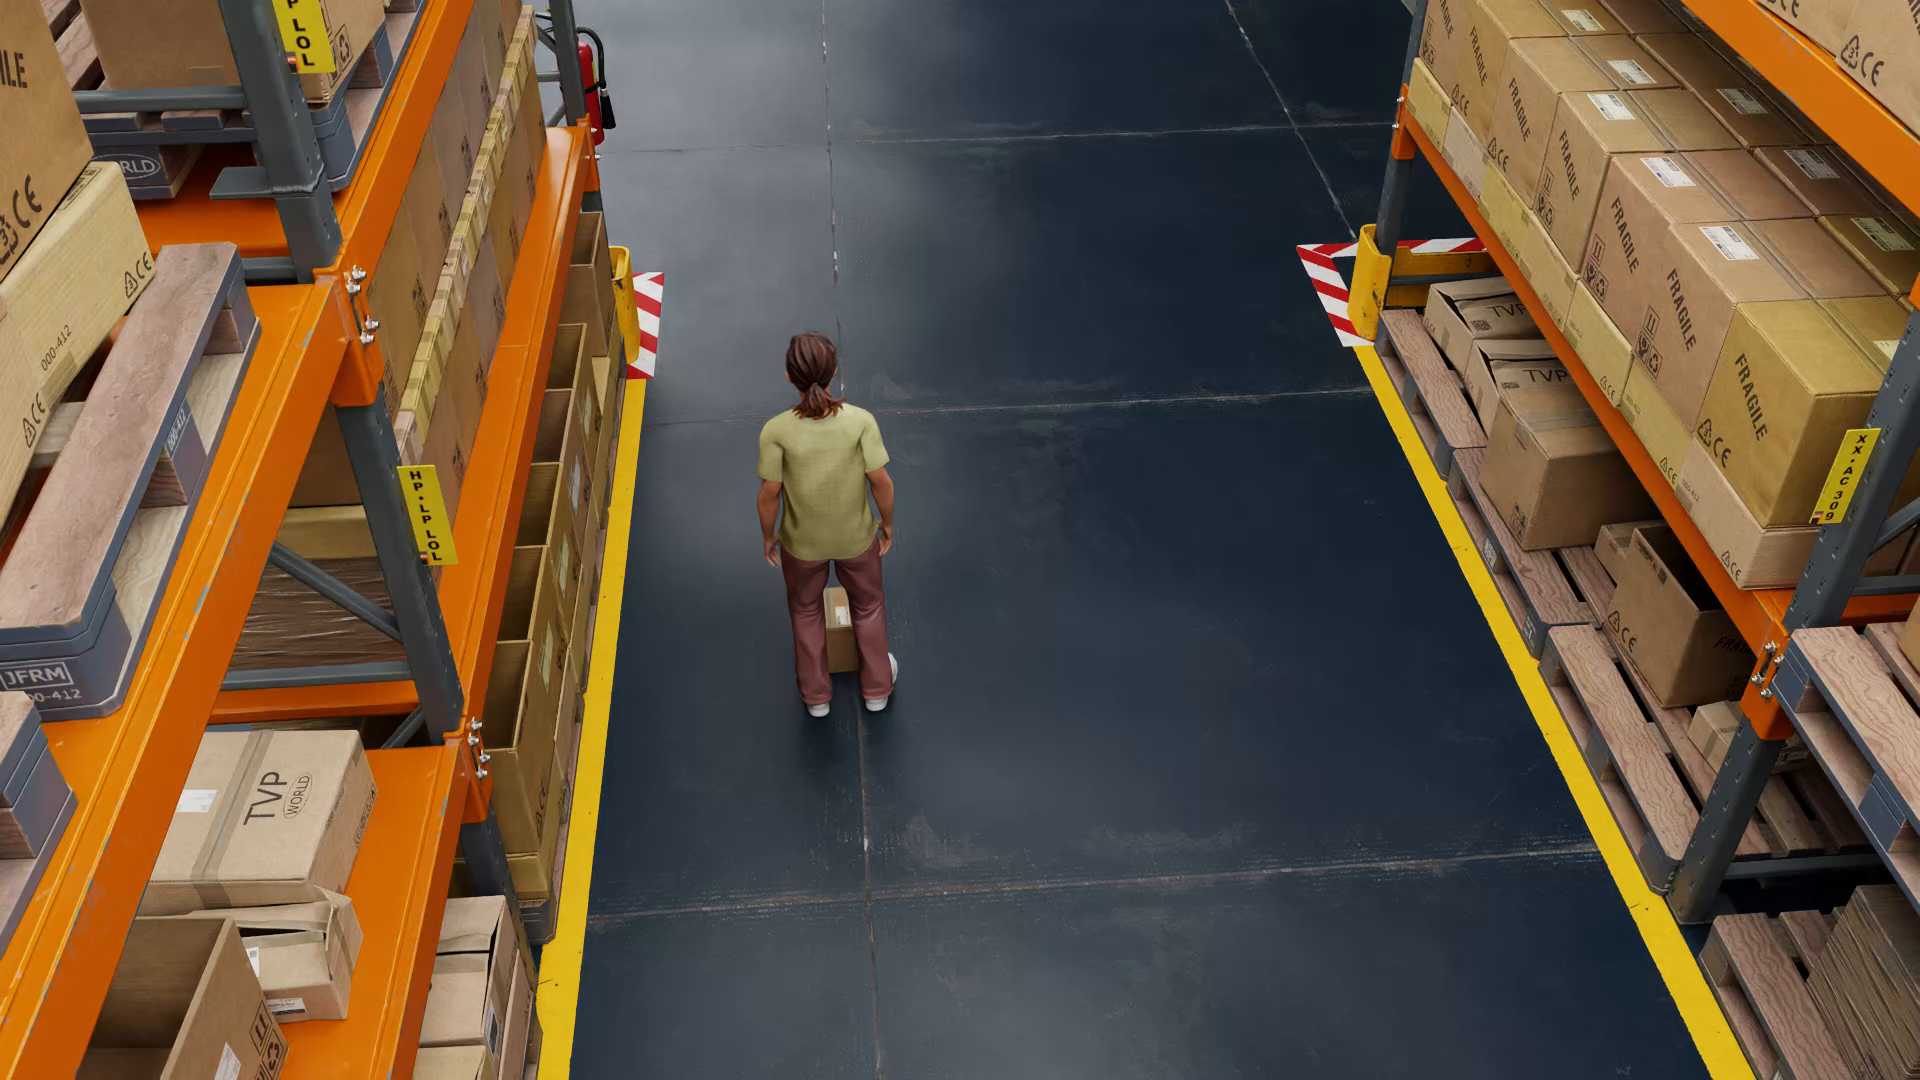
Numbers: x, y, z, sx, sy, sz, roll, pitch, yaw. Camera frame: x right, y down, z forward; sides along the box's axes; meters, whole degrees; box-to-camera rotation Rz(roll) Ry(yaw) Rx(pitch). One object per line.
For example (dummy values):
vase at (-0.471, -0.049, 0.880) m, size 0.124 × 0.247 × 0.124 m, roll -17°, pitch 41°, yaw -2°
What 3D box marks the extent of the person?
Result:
person at (-0.490, -0.022, 6.184) m, size 0.503 × 1.671 × 0.361 m, roll -5°, pitch 40°, yaw -6°
